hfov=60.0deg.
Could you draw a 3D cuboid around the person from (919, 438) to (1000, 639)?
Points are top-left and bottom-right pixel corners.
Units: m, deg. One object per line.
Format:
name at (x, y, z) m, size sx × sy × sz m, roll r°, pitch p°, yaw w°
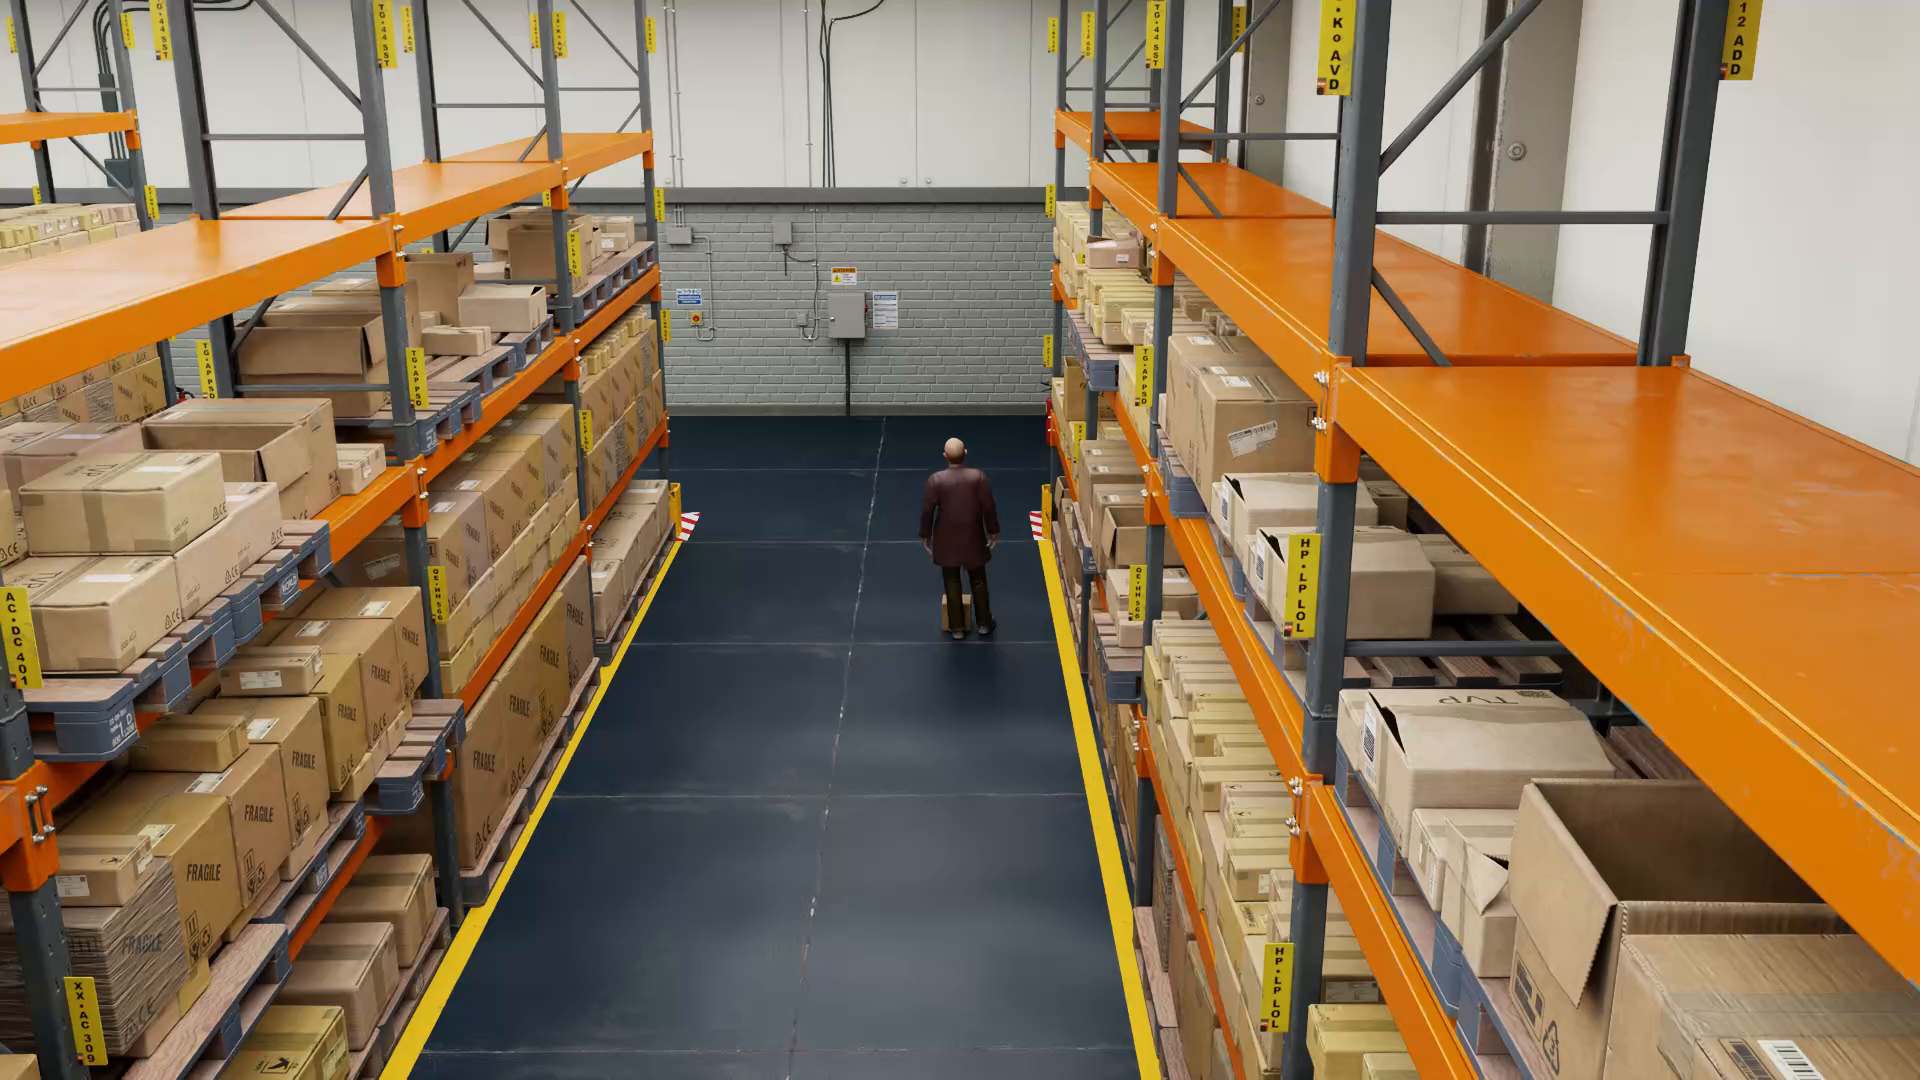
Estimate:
person at (-0.006, -0.042, 14.287) m, size 0.698 × 1.778 × 0.580 m, roll 0°, pitch 17°, yaw 0°
